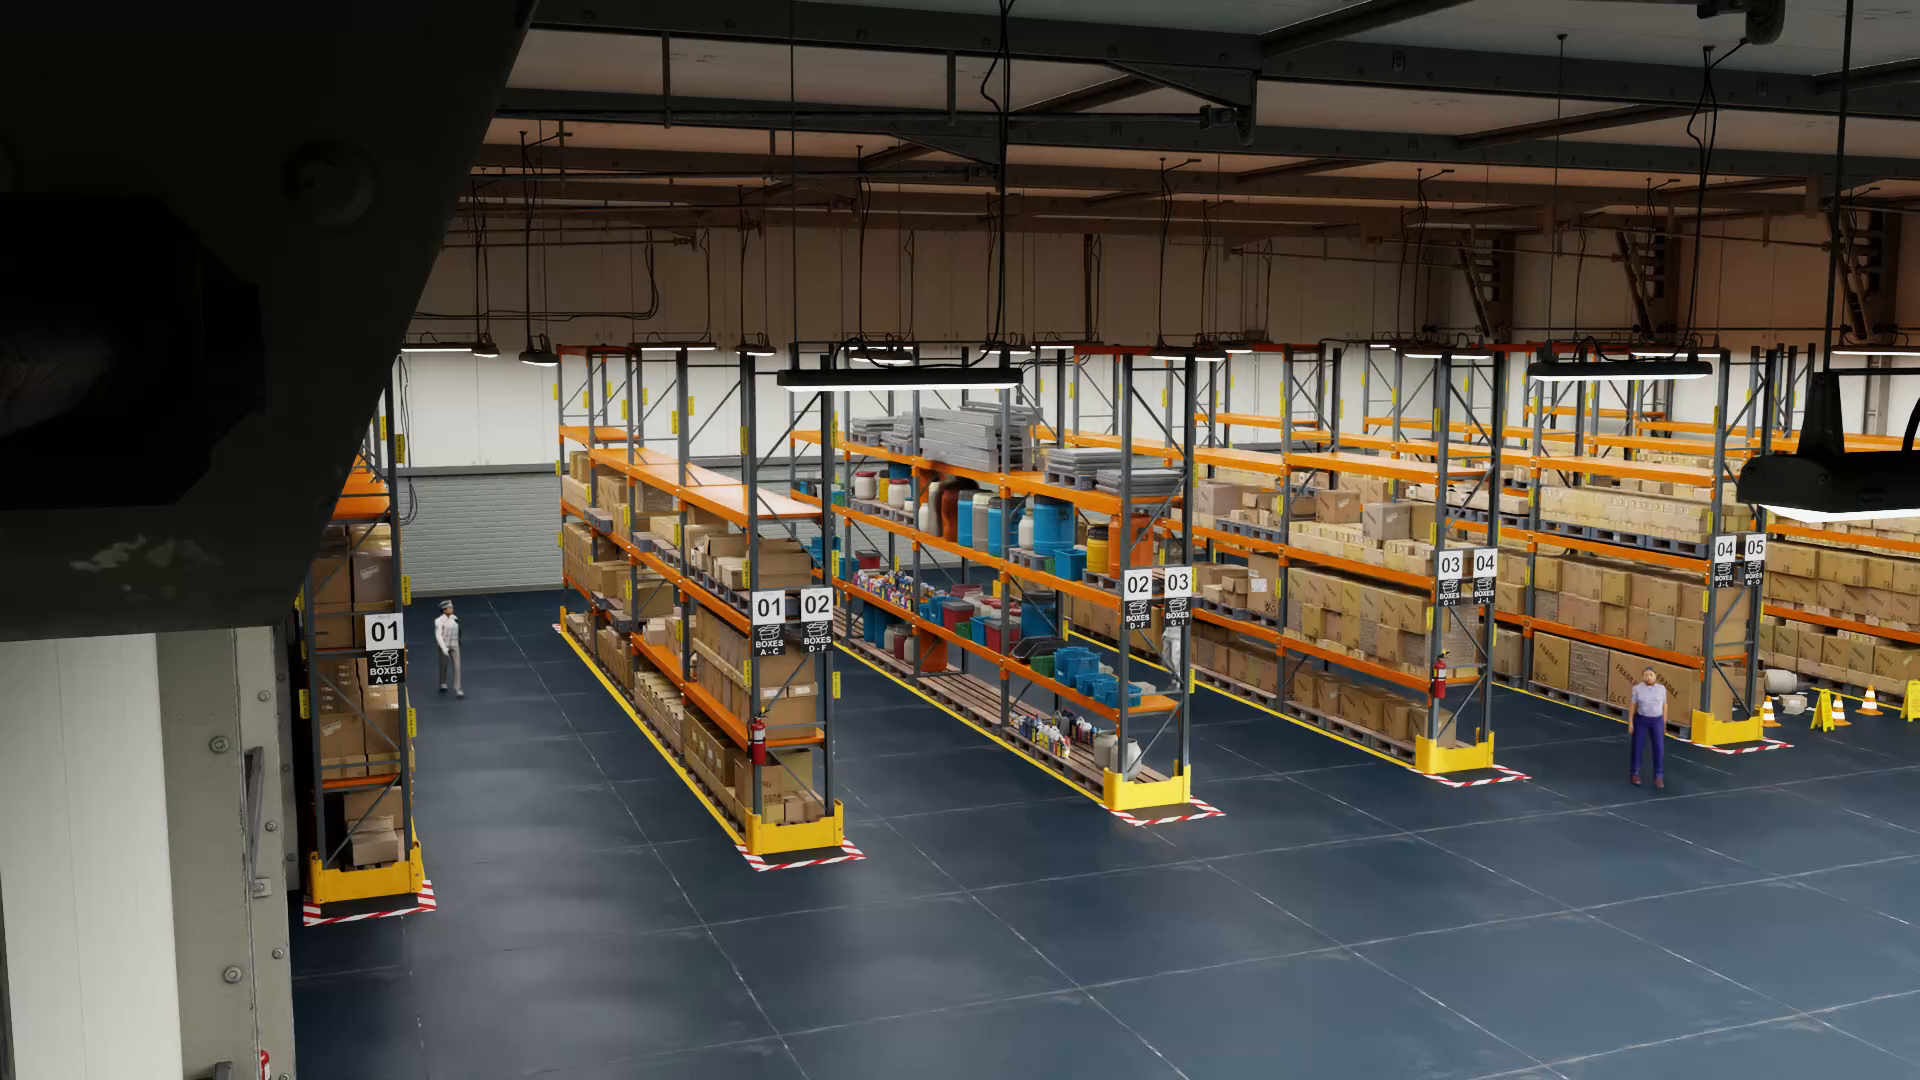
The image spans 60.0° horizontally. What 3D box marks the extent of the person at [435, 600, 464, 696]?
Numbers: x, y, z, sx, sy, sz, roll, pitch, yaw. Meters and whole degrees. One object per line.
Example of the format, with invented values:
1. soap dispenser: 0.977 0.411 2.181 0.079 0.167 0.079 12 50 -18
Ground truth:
1. person: -8.876 1.847 28.843 0.436 1.639 0.958 -4 8 -27

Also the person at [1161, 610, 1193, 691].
1. person: 3.625 1.692 27.866 0.475 1.827 0.648 -5 9 -33

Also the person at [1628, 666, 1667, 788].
1. person: 9.576 2.585 23.163 0.506 1.666 0.386 2 8 16
